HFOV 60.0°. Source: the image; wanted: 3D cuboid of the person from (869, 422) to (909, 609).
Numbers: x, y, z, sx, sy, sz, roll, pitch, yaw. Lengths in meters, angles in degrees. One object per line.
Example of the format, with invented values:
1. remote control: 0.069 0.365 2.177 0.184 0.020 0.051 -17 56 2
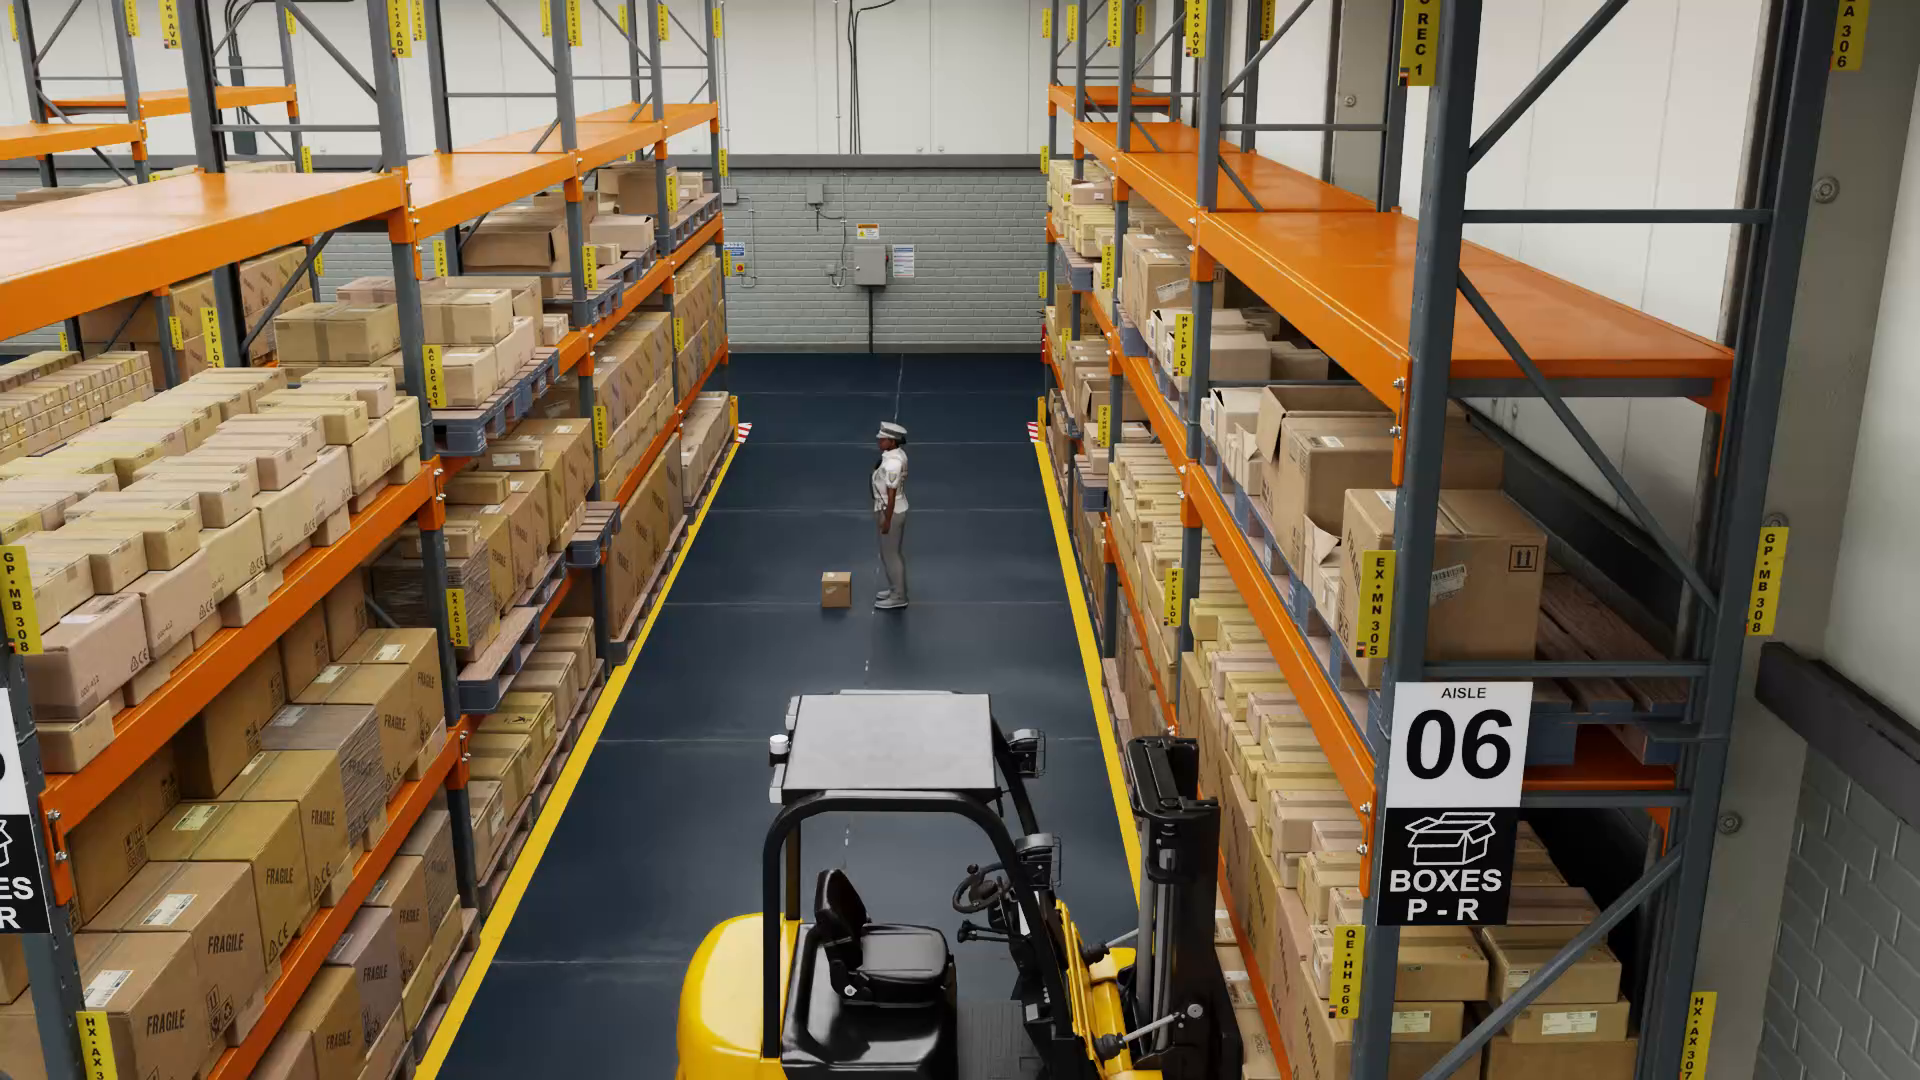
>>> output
1. person: -0.625 -0.231 14.785 0.338 1.683 0.435 0 17 1
